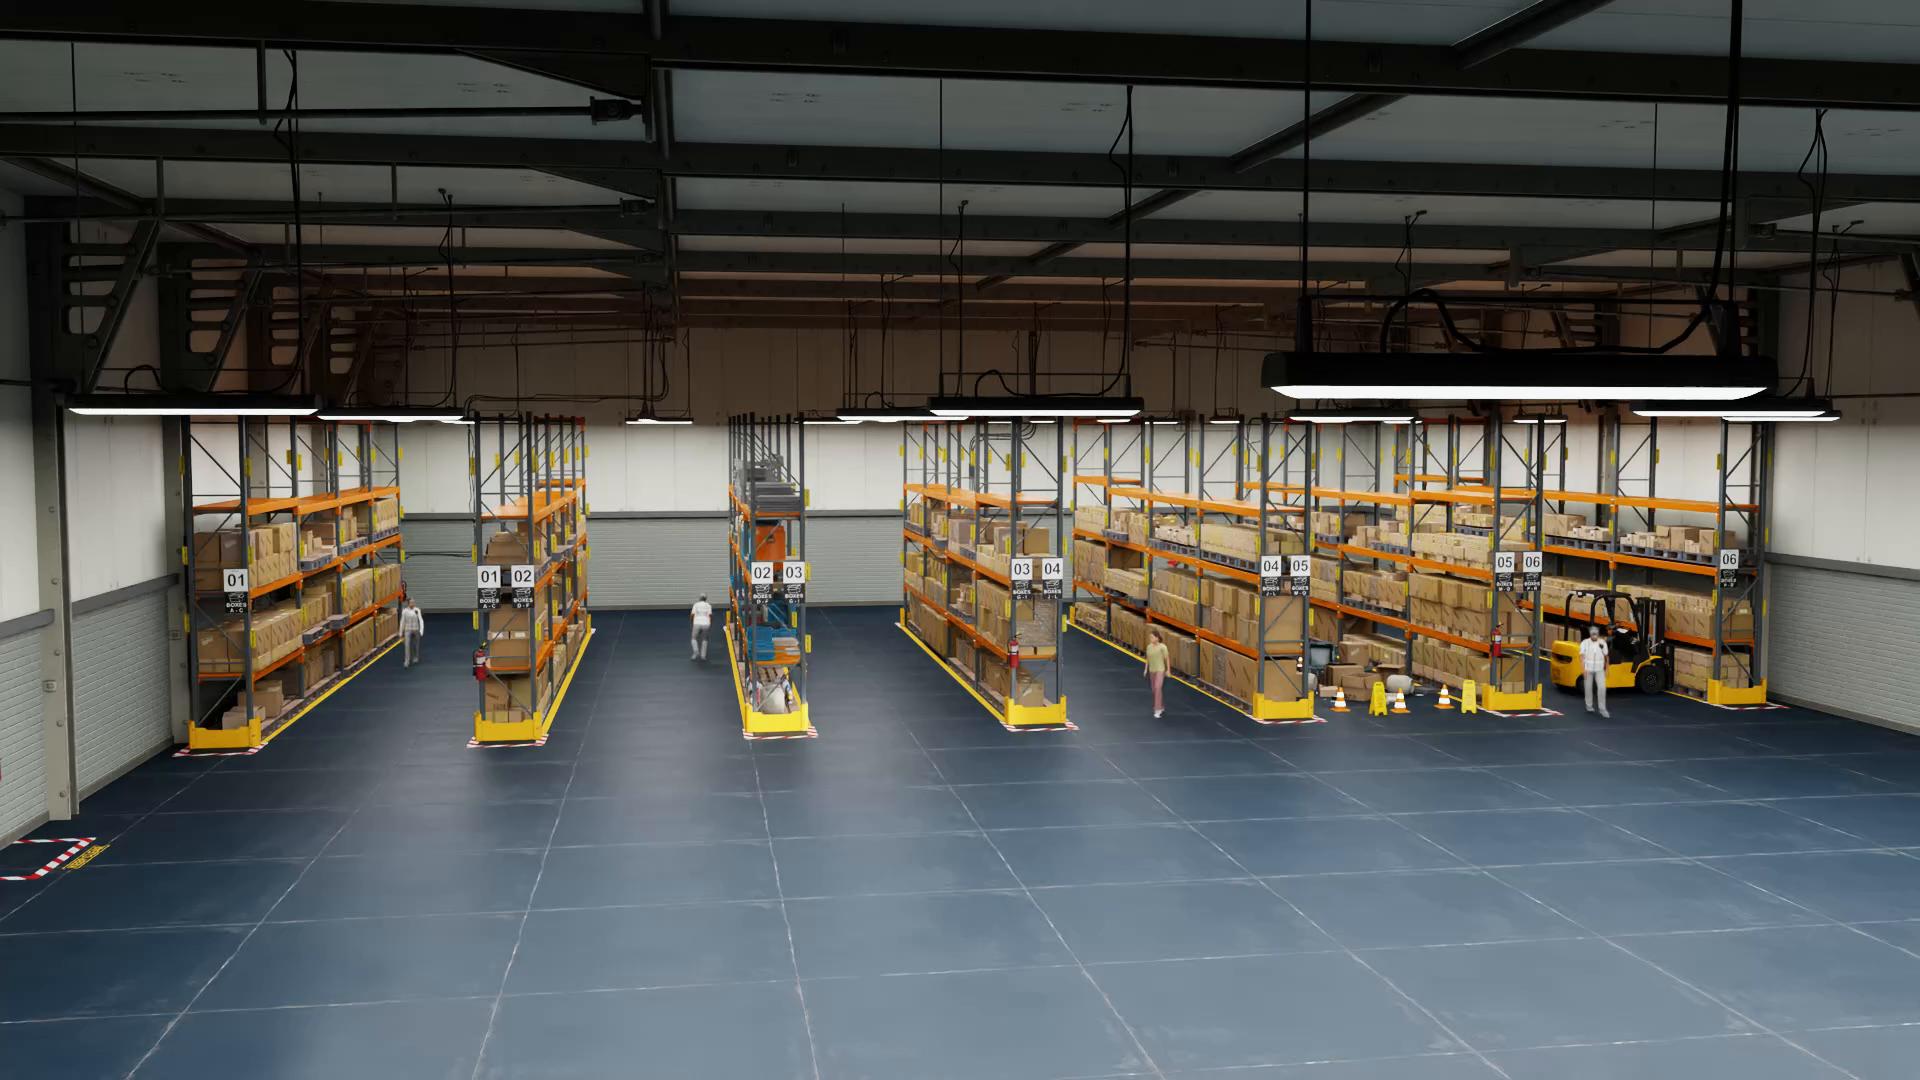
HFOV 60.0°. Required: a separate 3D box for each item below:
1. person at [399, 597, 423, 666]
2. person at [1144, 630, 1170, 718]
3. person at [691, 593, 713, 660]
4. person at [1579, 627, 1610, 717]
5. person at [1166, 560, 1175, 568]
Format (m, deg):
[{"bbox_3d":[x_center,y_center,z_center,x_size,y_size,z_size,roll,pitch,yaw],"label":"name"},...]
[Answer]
[{"bbox_3d":[-13.174,2.168,39.901,0.570,1.620,1.015,-1,4,-18],"label":"person"},{"bbox_3d":[3.894,2.640,33.088,0.670,1.673,0.560,-4,5,-45],"label":"person"},{"bbox_3d":[-6.344,2.135,40.815,0.554,1.638,0.667,-1,4,-10],"label":"person"},{"bbox_3d":[12.658,2.594,33.152,0.590,1.734,0.841,1,4,19],"label":"person"},{"bbox_3d":[6.304,1.464,49.739,1.093,1.731,0.497,0,4,4],"label":"person"}]
